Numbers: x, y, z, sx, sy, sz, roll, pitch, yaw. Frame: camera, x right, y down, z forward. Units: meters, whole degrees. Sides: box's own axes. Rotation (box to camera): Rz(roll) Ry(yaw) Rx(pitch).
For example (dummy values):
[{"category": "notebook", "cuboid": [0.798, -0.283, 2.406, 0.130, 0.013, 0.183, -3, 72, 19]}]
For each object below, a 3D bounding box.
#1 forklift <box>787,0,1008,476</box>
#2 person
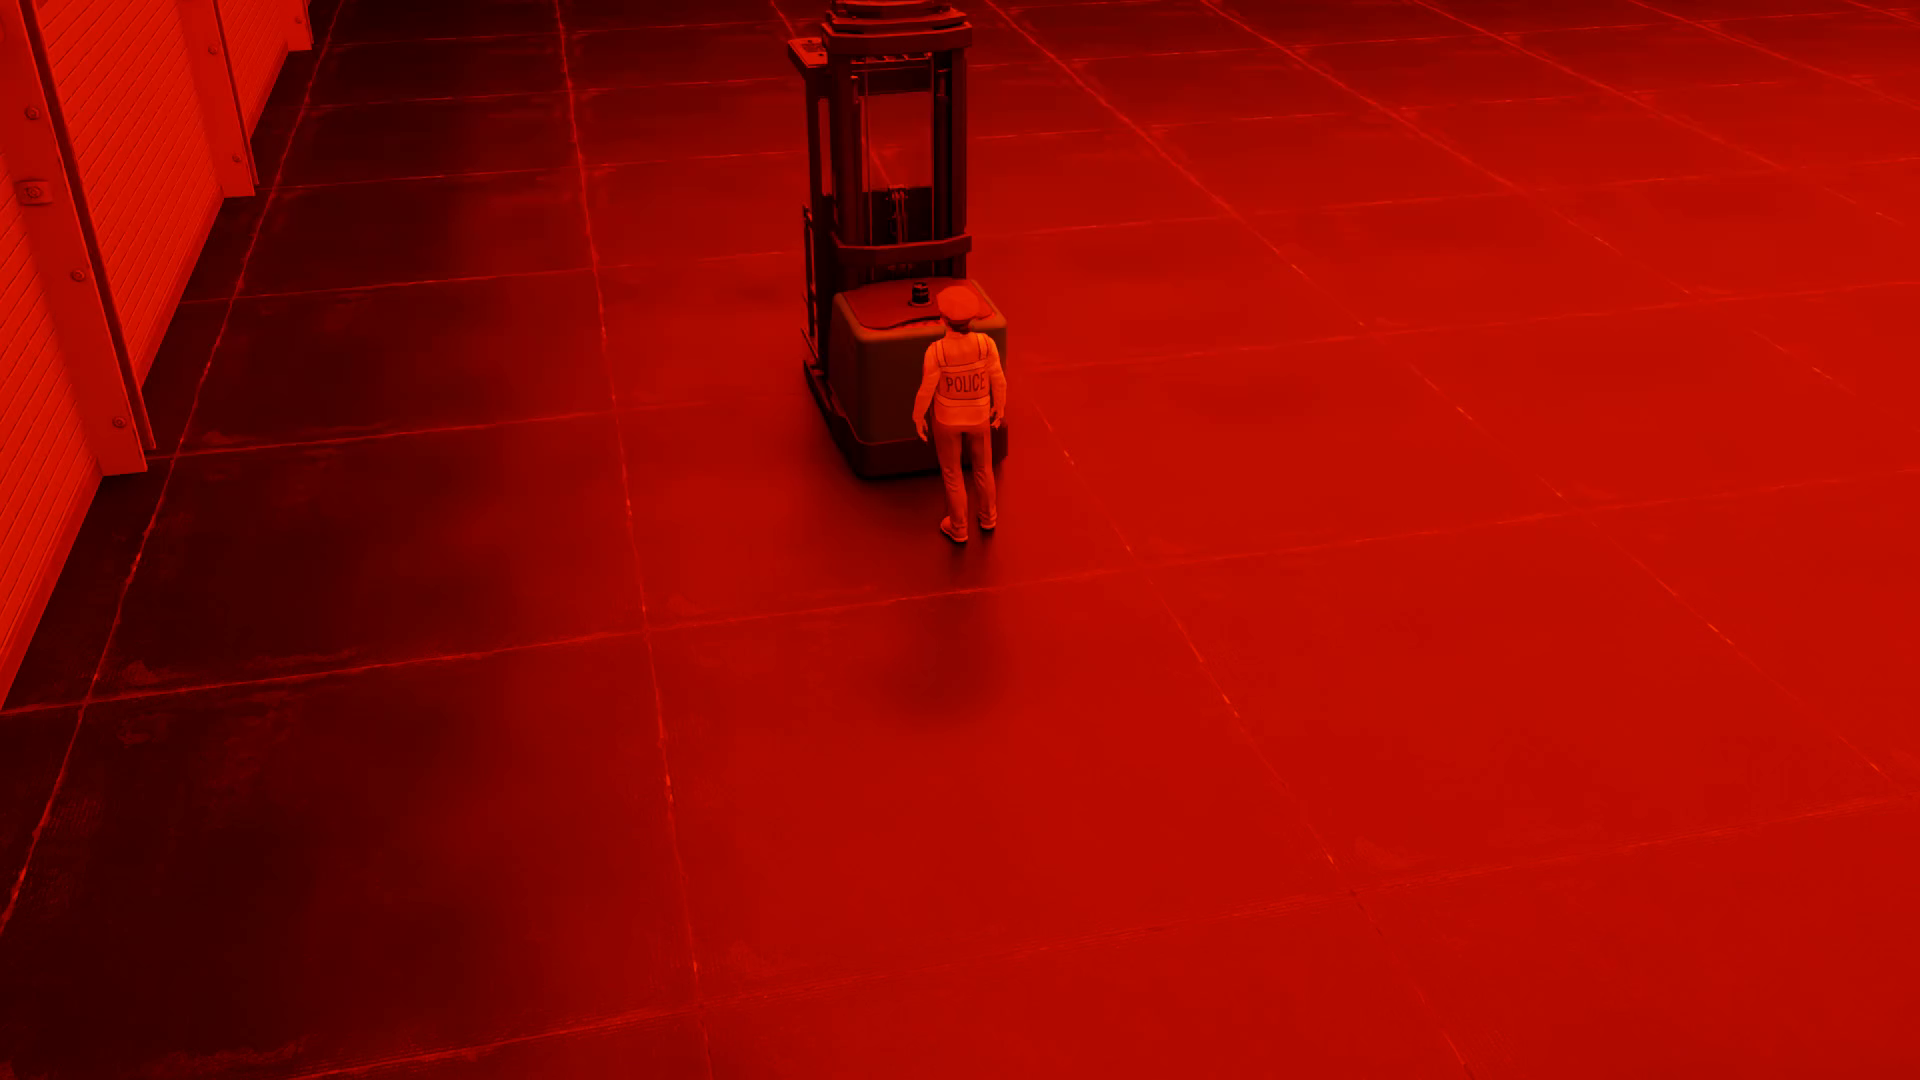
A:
[{"category": "forklift", "cuboid": [-0.557, -2.421, 11.757, 1.130, 2.935, 3.031, -8, 31, -13]}, {"category": "person", "cuboid": [-0.010, -0.774, 10.131, 0.587, 1.695, 0.531, -7, 31, -12]}]
